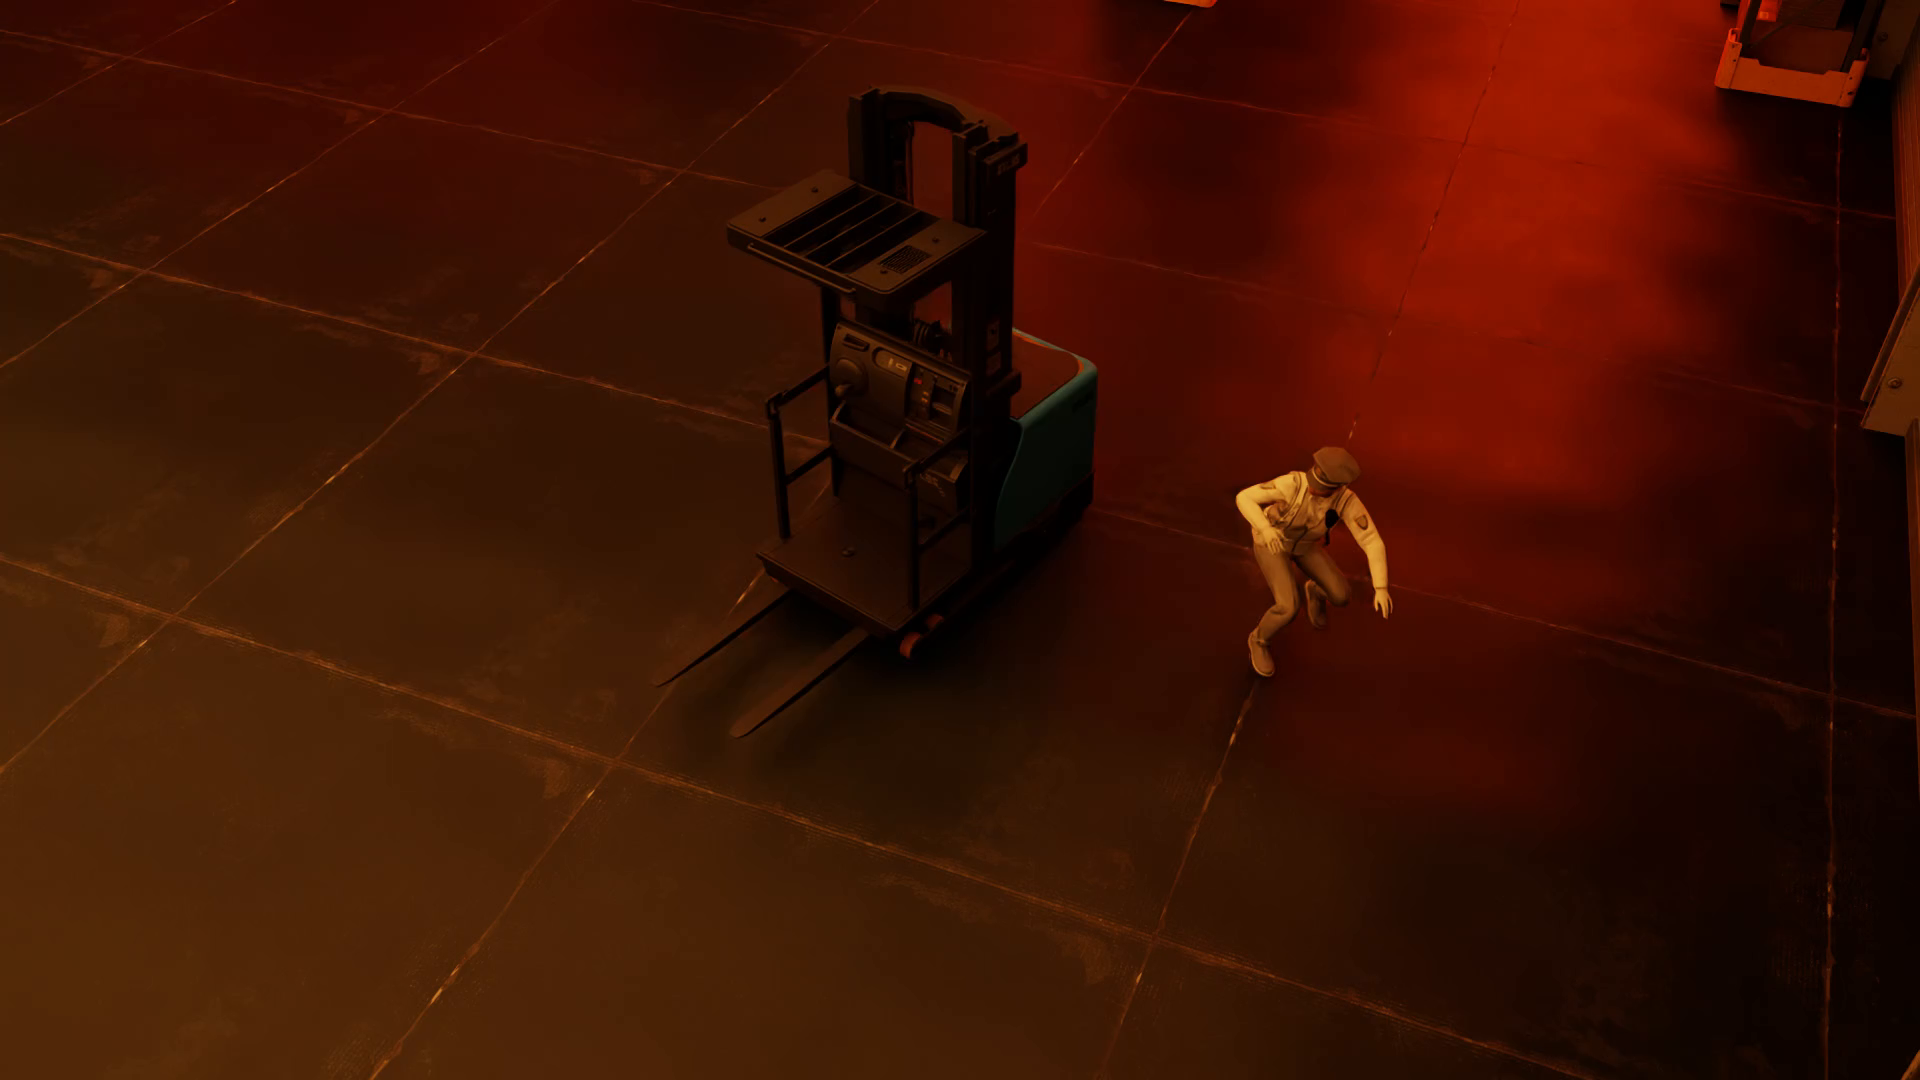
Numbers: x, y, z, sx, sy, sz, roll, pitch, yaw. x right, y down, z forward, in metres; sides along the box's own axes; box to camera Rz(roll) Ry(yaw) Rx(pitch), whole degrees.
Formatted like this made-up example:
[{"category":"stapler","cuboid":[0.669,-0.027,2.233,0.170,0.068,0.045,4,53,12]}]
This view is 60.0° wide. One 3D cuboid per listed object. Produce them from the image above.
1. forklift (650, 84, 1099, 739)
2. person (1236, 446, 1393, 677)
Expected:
[{"category":"forklift","cuboid":[-0.476,-0.804,8.967,1.130,2.935,3.031,27,47,29]},{"category":"person","cuboid":[1.866,0.136,8.973,0.740,1.388,0.867,-8,41,-9]}]
